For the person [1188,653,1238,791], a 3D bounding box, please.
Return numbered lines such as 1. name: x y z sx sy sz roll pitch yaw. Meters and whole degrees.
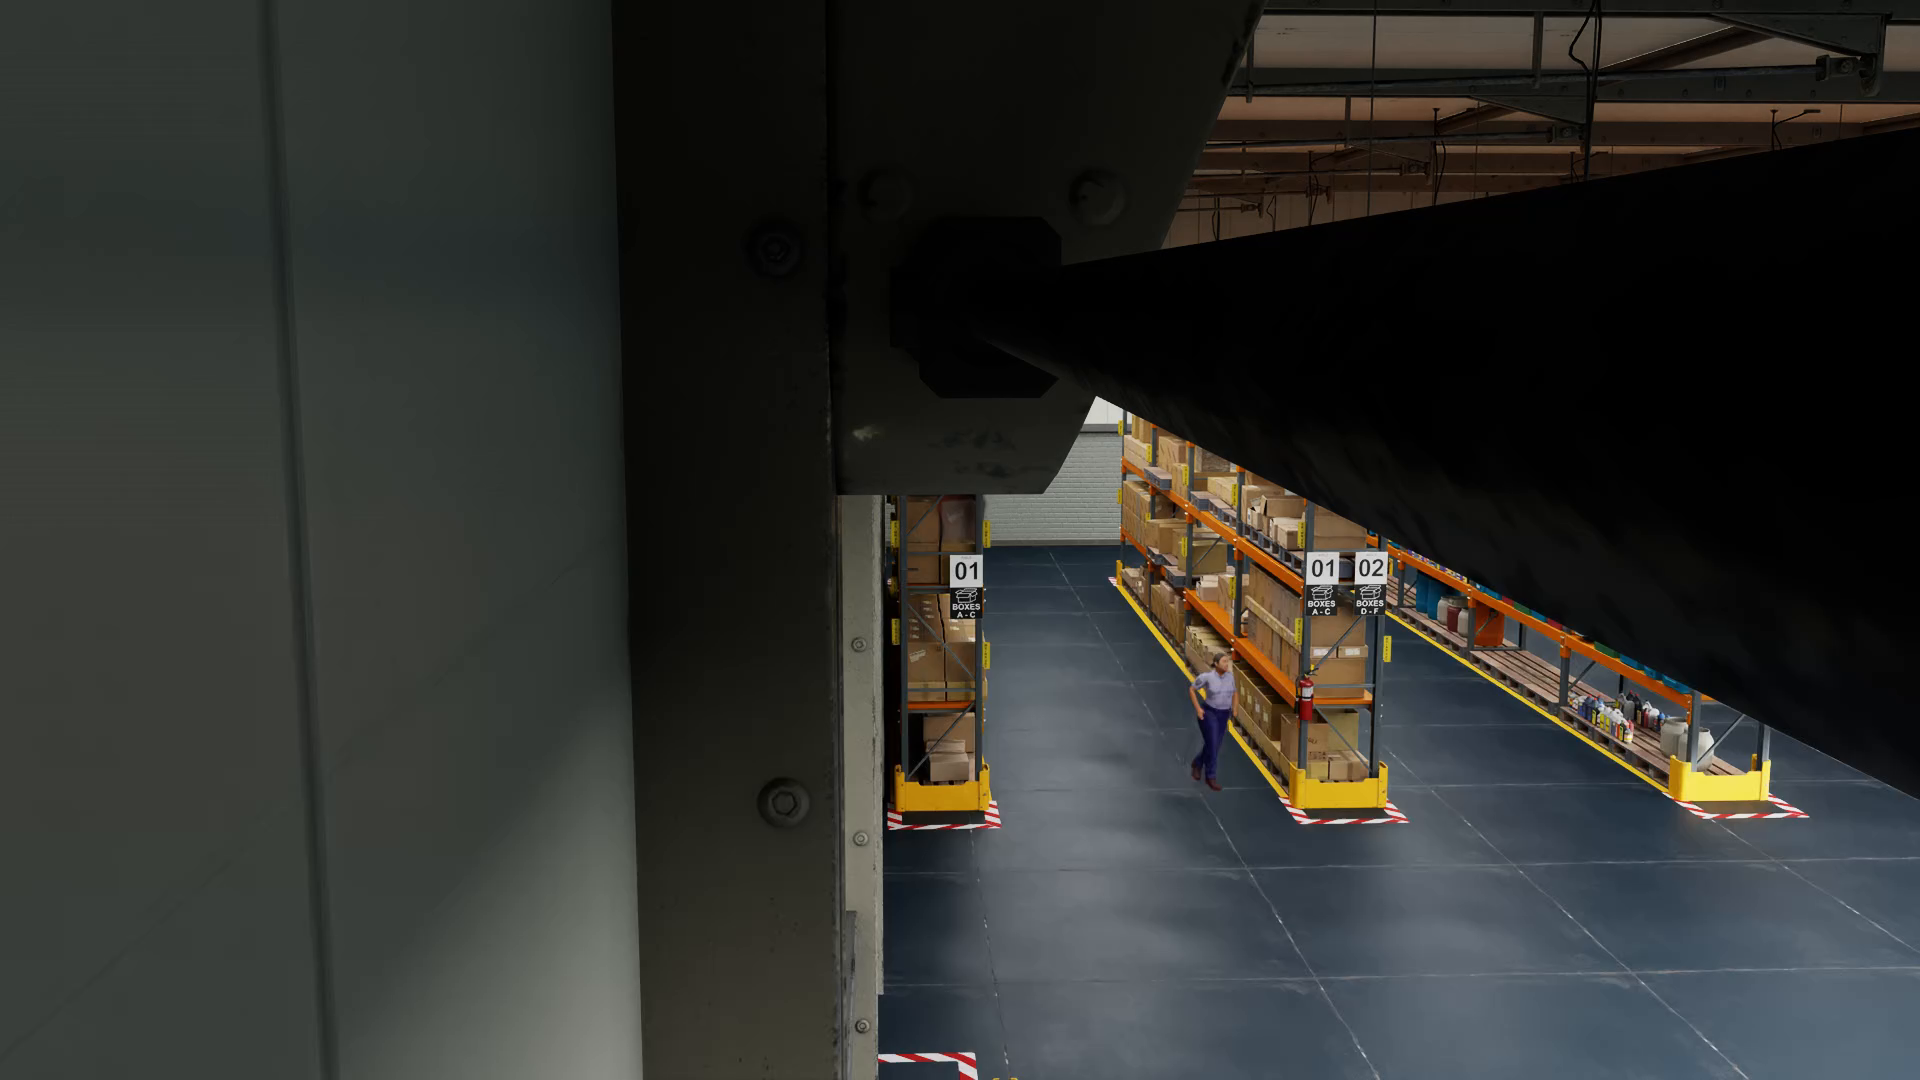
1. person: 3.184 2.229 20.714 0.640 1.639 0.686 -4 9 -27
